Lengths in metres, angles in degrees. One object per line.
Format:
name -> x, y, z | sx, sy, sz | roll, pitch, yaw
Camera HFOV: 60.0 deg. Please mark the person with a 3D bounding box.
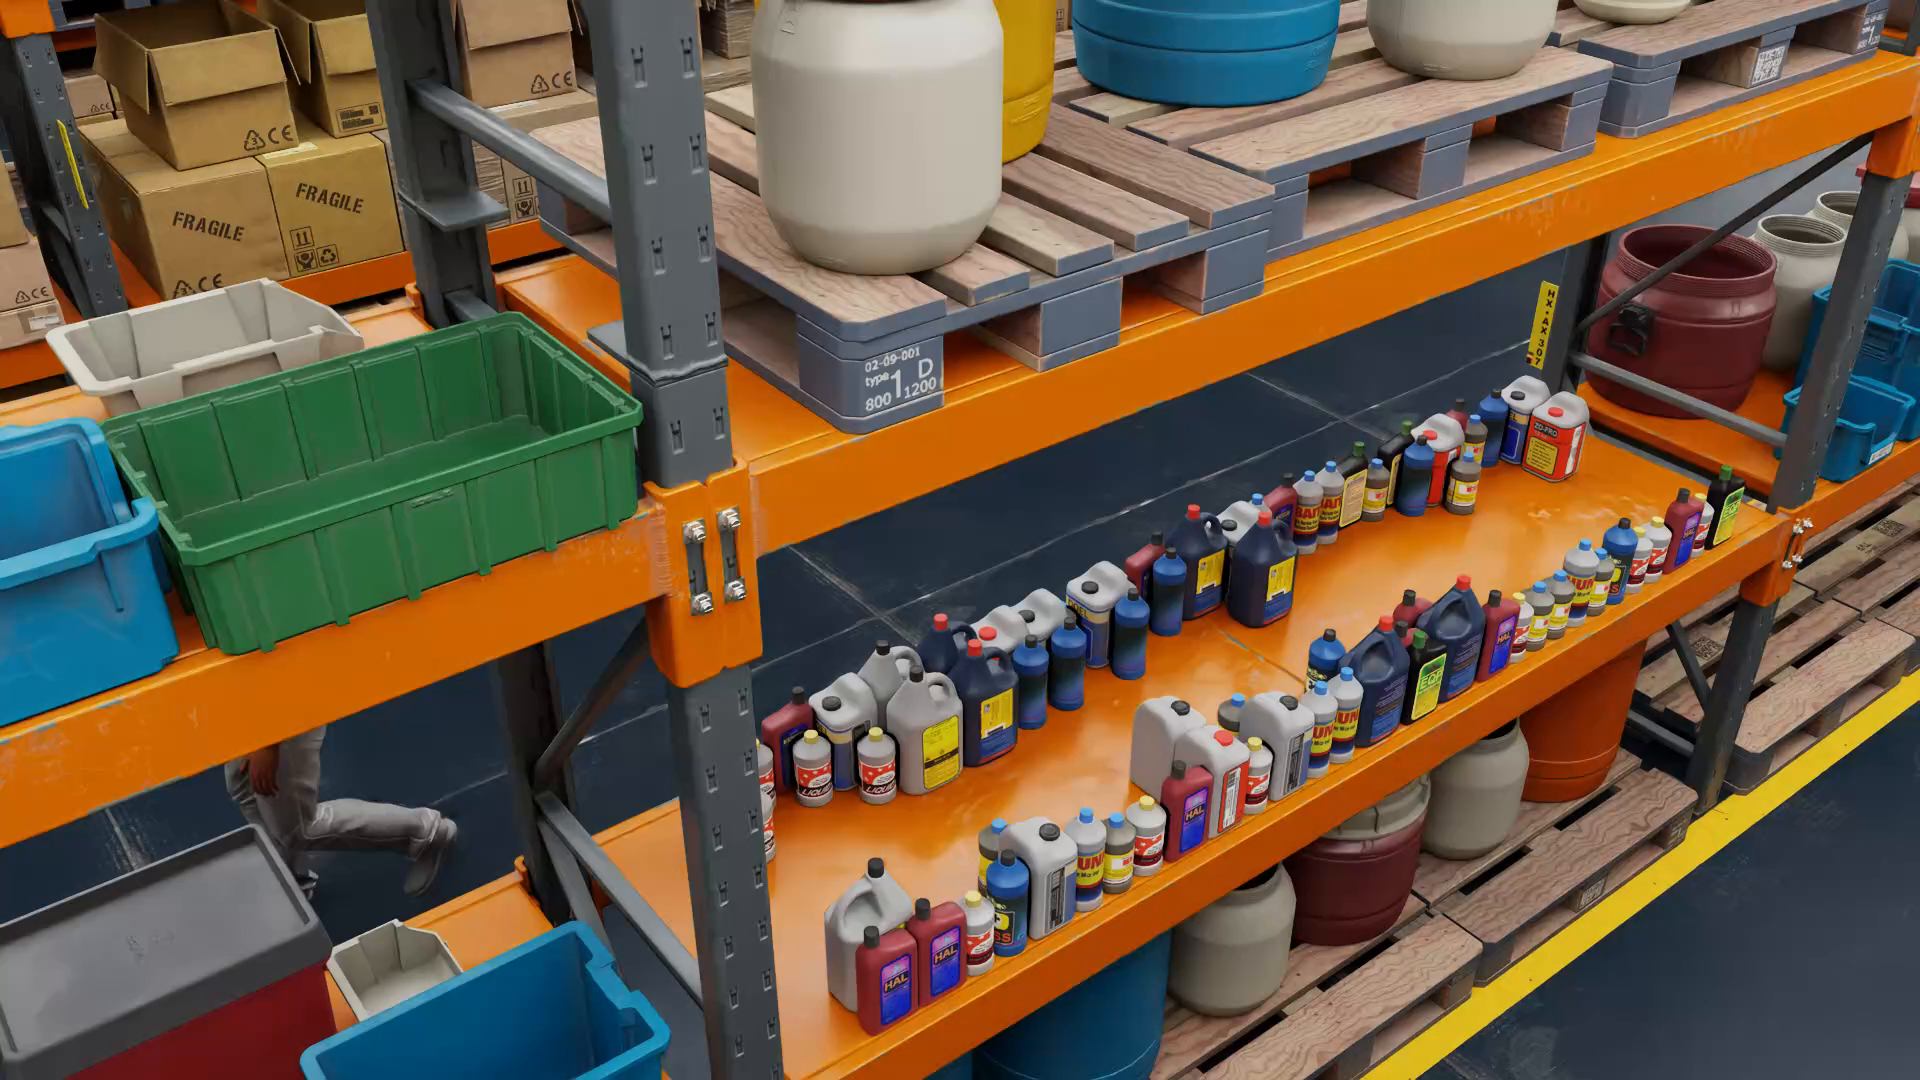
person -> -2.123, 0.503, 5.283 | 0.812, 1.743, 0.569 | -12, 34, -19
